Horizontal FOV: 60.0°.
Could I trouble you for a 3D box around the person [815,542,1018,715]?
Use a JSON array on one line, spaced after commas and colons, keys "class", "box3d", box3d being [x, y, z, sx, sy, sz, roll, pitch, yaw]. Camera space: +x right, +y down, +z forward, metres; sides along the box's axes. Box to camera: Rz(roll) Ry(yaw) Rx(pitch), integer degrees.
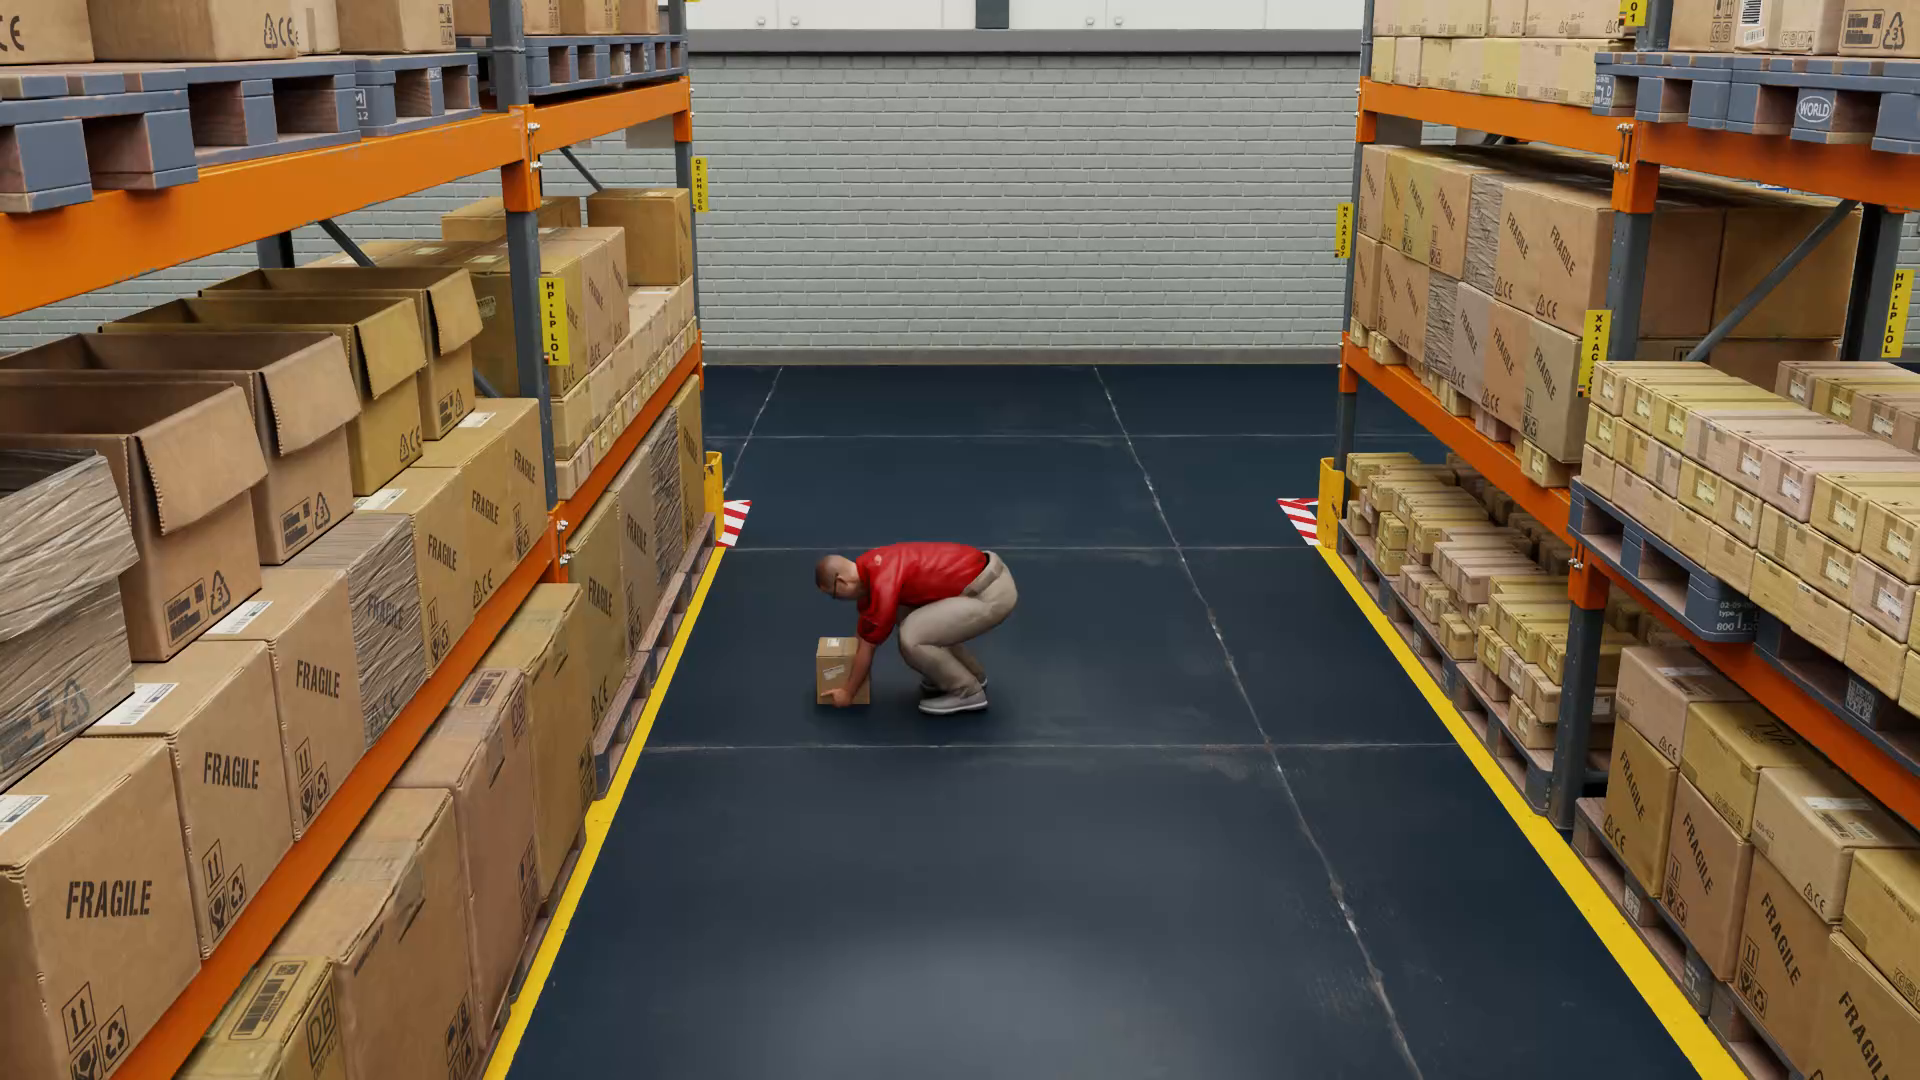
[{"class": "person", "box3d": [-0.205, 0.412, 7.901, 0.951, 0.790, 0.531, -1, 17, -2]}]
